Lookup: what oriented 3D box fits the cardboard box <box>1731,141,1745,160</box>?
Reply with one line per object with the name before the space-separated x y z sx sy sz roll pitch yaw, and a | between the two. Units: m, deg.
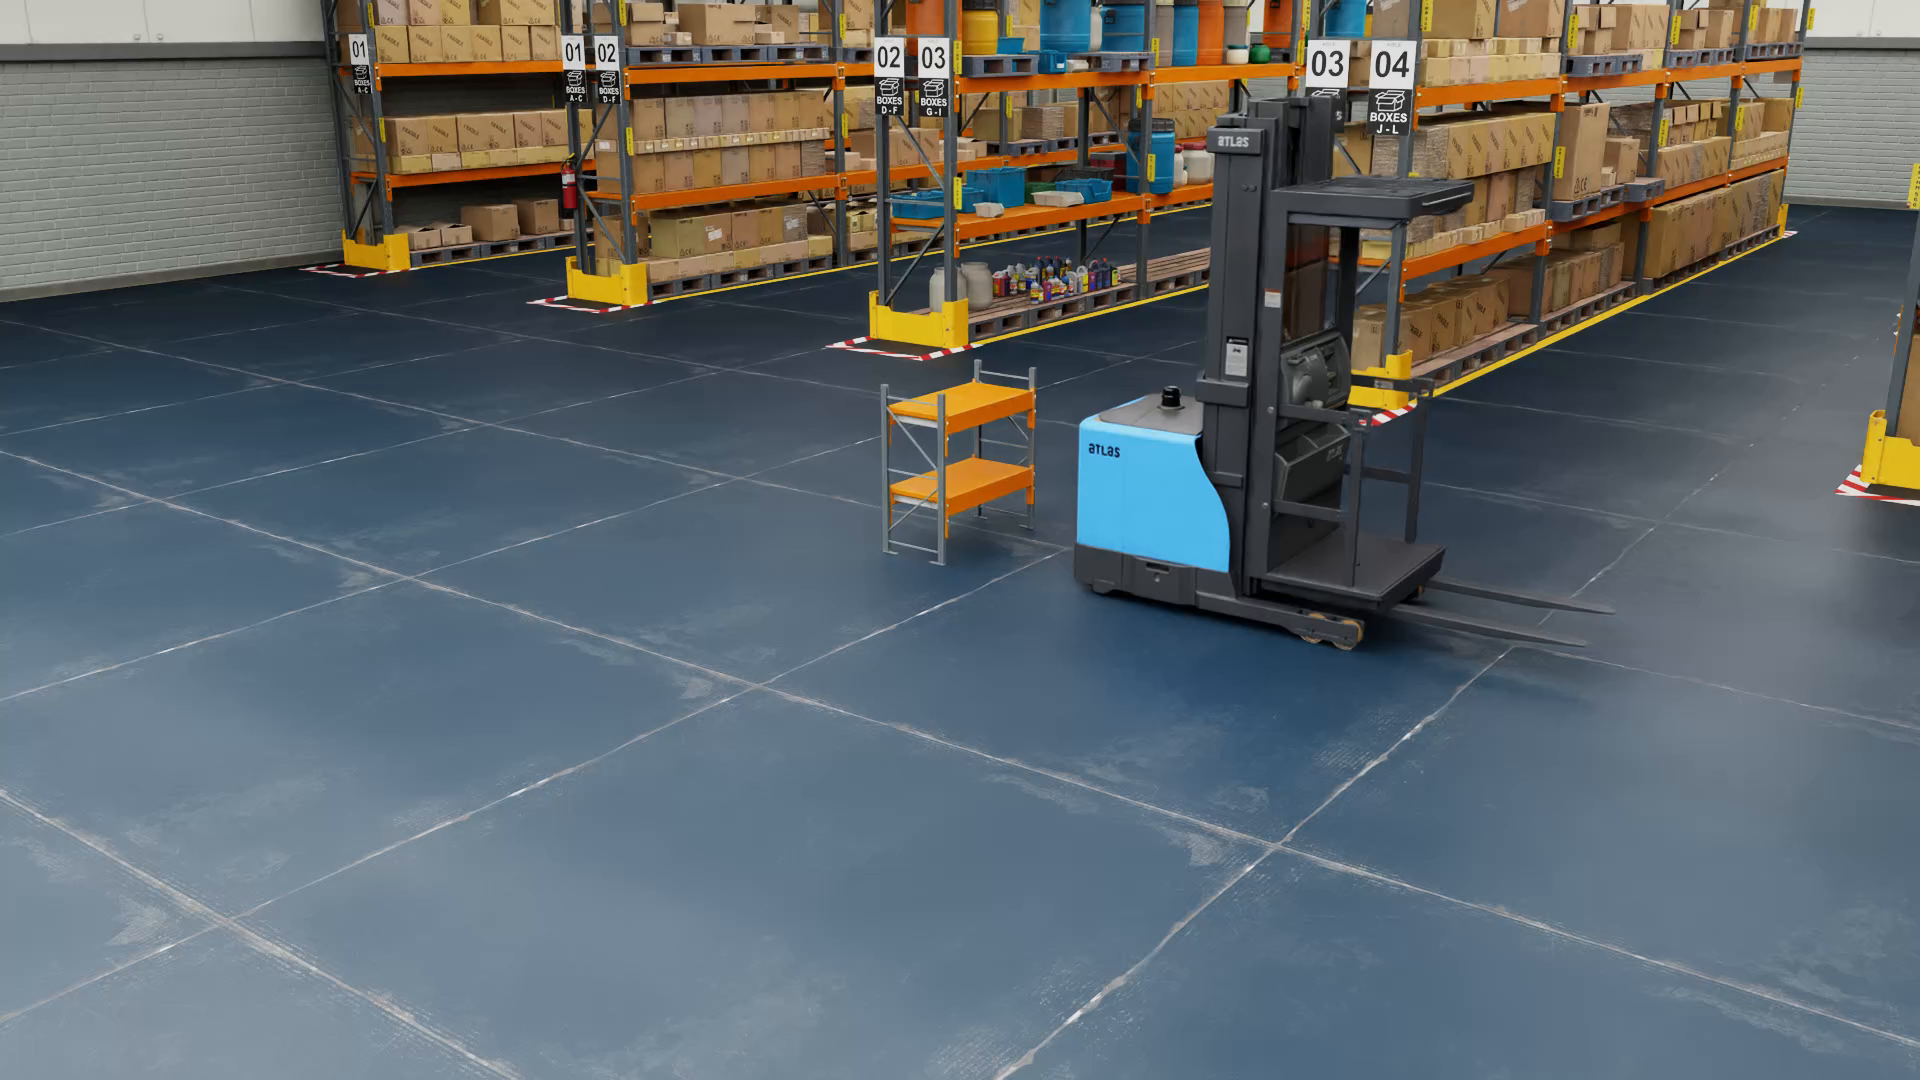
cardboard box | 11.154 -5.718 24.349 0.500 0.250 0.500 12 21 34

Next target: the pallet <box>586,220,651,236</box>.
pallet | -5.574 -5.156 27.491 1.003 0.211 1.213 12 21 35

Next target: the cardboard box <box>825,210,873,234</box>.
cardboard box | -1.610 -4.637 24.101 0.500 0.311 0.500 13 21 35

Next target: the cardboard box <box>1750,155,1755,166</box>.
cardboard box | 11.728 -5.723 25.037 0.380 0.149 0.250 12 21 34

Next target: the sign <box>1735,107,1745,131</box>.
sign | 11.106 -6.003 23.698 0.100 0.325 0.005 12 21 35

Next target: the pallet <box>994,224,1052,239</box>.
pallet | 0.802 -5.220 27.696 1.003 0.211 1.213 12 21 35

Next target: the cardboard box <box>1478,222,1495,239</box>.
cardboard box | 5.100 -3.098 16.587 0.380 0.149 0.250 12 21 35

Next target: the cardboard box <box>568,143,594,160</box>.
cardboard box | -6.076 -6.074 25.963 0.500 0.250 0.500 12 21 35

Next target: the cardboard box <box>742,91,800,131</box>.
cardboard box | -2.616 -5.867 22.724 0.700 0.500 0.500 12 21 35

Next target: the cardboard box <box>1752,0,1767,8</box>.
cardboard box | 11.836 -8.142 25.036 0.500 0.250 0.500 12 21 33

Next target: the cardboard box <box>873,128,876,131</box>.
cardboard box | -1.676 -7.775 31.613 0.380 0.149 0.250 12 21 35

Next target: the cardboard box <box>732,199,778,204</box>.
cardboard box | -2.876 -4.497 23.332 0.500 0.500 0.500 12 21 35

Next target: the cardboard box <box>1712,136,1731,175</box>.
cardboard box | 10.605 -5.470 23.631 0.500 0.500 0.500 12 21 35

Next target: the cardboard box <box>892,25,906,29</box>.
cardboard box | -1.051 -10.021 32.774 0.500 0.250 0.500 13 21 35

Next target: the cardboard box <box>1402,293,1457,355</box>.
cardboard box | 4.616 -2.170 16.681 0.500 0.500 0.500 15 23 40

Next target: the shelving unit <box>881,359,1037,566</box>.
shelving unit | 0.004 -0.539 11.082 0.538 1.125 1.048 12 21 35

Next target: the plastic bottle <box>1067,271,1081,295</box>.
plastic bottle | 1.361 -3.096 20.006 0.152 0.276 0.135 13 21 36

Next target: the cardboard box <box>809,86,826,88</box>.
cardboard box | -2.669 -8.332 31.047 0.500 0.250 0.500 12 21 33

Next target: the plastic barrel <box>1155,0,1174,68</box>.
plastic barrel | 2.438 -6.539 21.338 0.600 0.901 0.600 0 17 0

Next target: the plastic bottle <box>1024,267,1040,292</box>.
plastic bottle | 0.874 -3.175 20.262 0.152 0.276 0.135 12 21 35

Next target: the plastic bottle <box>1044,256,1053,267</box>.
plastic bottle | 1.105 -3.377 20.787 0.144 0.351 0.185 13 22 36

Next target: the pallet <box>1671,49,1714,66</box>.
pallet | 9.286 -6.401 22.058 1.003 0.211 1.213 14 22 37

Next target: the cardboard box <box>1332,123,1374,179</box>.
cardboard box | 3.643 -3.565 15.311 0.500 0.500 0.500 12 21 35

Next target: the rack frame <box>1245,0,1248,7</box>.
rack frame | 5.094 -11.151 31.978 1.000 3.000 0.127 12 21 35

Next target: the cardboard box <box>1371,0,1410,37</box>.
cardboard box | 4.234 -4.998 15.711 0.500 0.500 0.500 12 21 35

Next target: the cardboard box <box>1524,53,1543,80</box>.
cardboard box | 5.516 -4.760 16.708 0.500 0.250 0.500 13 22 36

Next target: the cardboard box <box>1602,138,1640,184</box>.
cardboard box | 7.739 -4.591 20.092 0.500 0.500 0.700 -16 24 -42

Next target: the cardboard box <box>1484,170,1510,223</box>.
cardboard box | 5.036 -3.520 16.851 0.875 0.500 0.500 12 21 35

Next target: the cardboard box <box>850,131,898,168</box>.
cardboard box | -1.272 -5.781 24.632 0.500 0.500 0.500 14 22 39

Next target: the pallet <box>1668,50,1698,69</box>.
pallet | 8.622 -6.134 21.199 1.213 0.211 1.003 14 22 37

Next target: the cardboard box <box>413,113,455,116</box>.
cardboard box | -7.698 -6.037 24.582 0.500 0.500 0.500 12 21 33

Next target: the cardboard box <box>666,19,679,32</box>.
cardboard box | -3.634 -6.585 21.541 0.500 0.311 0.500 16 23 41

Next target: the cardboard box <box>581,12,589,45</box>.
cardboard box | -5.647 -8.099 26.331 0.500 0.500 0.500 16 24 42

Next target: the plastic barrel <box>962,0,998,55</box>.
plastic barrel | 0.114 -5.616 18.186 0.600 0.588 0.600 0 17 0

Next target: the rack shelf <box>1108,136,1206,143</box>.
rack shelf | 3.902 -7.466 31.440 1.077 0.370 4.000 12 21 35

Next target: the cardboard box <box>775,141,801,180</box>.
cardboard box | -2.625 -5.242 22.897 0.700 0.500 0.500 12 21 34

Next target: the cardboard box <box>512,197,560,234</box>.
cardboard box | -6.623 -5.064 25.966 0.500 0.500 0.500 11 20 31

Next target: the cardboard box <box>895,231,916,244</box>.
cardboard box | -1.005 -4.613 24.968 0.500 0.250 0.500 12 21 33

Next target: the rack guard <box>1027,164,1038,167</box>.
rack guard | 1.128 -7.972 36.072 1.175 0.500 0.348 12 21 35

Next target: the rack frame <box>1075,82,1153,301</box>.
rack frame | 1.920 -4.551 20.842 1.000 3.000 0.127 12 21 35

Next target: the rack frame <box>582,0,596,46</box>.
rack frame | -6.037 -9.167 25.590 1.000 3.000 0.127 12 21 35

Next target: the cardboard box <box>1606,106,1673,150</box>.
cardboard box | 8.729 -5.327 21.480 0.797 0.503 0.637 13 22 37

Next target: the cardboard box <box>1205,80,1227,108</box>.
cardboard box | 4.749 -8.536 31.818 0.500 0.500 0.500 13 22 36

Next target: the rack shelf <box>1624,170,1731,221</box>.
rack shelf | 9.472 -4.762 22.732 1.077 0.370 4.000 12 21 35

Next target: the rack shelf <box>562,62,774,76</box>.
rack shelf | -4.845 -7.867 27.675 1.077 0.370 4.000 12 21 35

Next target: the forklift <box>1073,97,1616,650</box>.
forklift | 2.206 -0.966 9.412 3.031 2.935 1.130 11 21 32

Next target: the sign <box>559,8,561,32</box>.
sign | -4.867 -6.392 20.351 0.100 0.325 0.005 12 21 35

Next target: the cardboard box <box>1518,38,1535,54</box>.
cardboard box | 5.479 -4.906 16.507 0.380 0.149 0.250 12 21 33

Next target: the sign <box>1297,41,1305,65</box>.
sign | 4.749 -6.791 23.173 0.100 0.325 0.005 12 21 35

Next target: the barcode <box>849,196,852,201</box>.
barcode | -1.570 -4.890 23.785 0.001 0.075 0.075 12 21 35

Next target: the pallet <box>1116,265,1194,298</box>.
pallet | 2.356 -3.414 21.880 1.003 0.211 1.213 12 21 35

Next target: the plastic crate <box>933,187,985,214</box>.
plastic crate | -0.014 -3.853 18.845 0.499 0.251 0.408 12 21 35

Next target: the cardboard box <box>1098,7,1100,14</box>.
cardboard box | 1.971 -8.791 28.393 0.600 0.600 0.600 12 21 34

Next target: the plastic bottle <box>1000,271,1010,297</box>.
plastic bottle | 0.537 -3.063 19.887 0.061 0.283 0.133 12 21 35

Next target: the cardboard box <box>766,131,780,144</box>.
cardboard box | -2.654 -5.440 22.443 0.380 0.149 0.250 12 21 34

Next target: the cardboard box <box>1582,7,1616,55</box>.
cardboard box | 6.818 -5.678 18.529 0.797 0.503 0.637 13 22 37

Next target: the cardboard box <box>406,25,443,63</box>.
cardboard box | -7.671 -6.996 23.455 0.500 0.500 0.500 14 22 38

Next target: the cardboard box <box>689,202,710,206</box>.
cardboard box | -4.714 -5.865 28.545 0.700 0.500 0.500 12 21 34

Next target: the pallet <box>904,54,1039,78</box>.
pallet | 0.108 -5.121 17.936 1.003 0.211 1.213 12 21 35

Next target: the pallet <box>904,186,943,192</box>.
pallet | -0.754 -7.043 33.568 1.003 0.211 1.213 12 21 35
